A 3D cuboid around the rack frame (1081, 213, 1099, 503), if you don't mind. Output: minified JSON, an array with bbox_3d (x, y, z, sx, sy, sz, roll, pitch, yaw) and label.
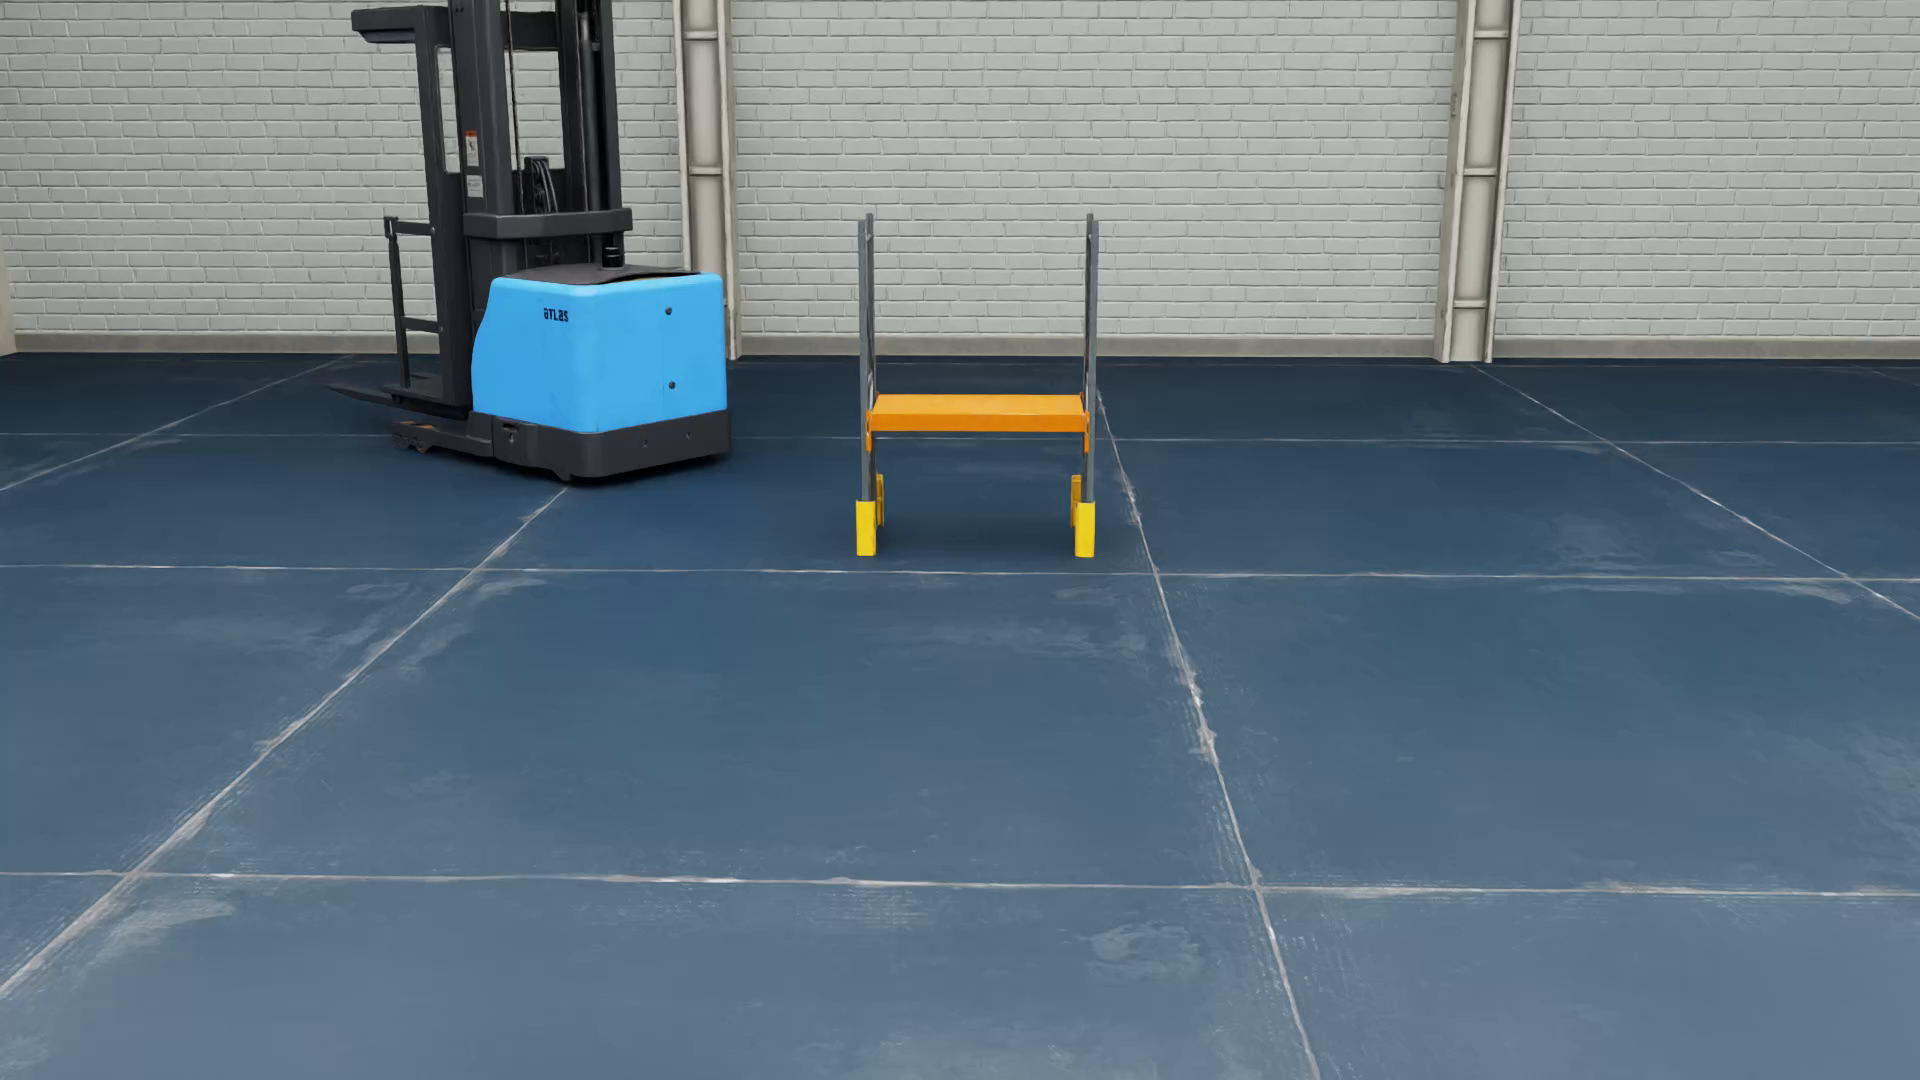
[{"bbox_3d":[0.593,-0.721,7.634,0.032,1.500,0.500,0,15,1],"label":"rack frame"}]

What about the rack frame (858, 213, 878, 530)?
[{"bbox_3d":[-0.423,-0.728,7.659,0.032,1.500,0.500,0,15,1],"label":"rack frame"}]

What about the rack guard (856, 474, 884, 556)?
[{"bbox_3d":[-0.422,-0.124,7.819,0.087,0.250,0.587,0,15,1],"label":"rack guard"}]

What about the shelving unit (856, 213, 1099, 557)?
[{"bbox_3d":[0.076,-0.725,7.647,1.083,1.500,0.587,0,15,1],"label":"shelving unit"}]

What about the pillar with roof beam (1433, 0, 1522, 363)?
[{"bbox_3d":[3.906,-4.695,7.996,0.400,9.000,9.100,0,15,1],"label":"pillar with roof beam"}]

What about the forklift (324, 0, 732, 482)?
[{"bbox_3d":[-2.756,-2.020,9.751,3.031,2.935,1.130,12,19,39],"label":"forklift"}]

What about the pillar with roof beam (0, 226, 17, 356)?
[{"bbox_3d":[-8.090,-4.773,8.293,0.400,9.000,9.100,0,15,1],"label":"pillar with roof beam"}]

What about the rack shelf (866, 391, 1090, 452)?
[{"bbox_3d":[0.085,-0.551,7.692,1.000,0.185,0.538,0,15,1],"label":"rack shelf"}]

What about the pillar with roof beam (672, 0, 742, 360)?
[{"bbox_3d":[-2.092,-4.734,8.145,0.400,9.000,9.100,0,15,1],"label":"pillar with roof beam"}]

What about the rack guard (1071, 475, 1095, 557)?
[{"bbox_3d":[0.574,-0.117,7.794,0.087,0.250,0.587,0,15,1],"label":"rack guard"}]
